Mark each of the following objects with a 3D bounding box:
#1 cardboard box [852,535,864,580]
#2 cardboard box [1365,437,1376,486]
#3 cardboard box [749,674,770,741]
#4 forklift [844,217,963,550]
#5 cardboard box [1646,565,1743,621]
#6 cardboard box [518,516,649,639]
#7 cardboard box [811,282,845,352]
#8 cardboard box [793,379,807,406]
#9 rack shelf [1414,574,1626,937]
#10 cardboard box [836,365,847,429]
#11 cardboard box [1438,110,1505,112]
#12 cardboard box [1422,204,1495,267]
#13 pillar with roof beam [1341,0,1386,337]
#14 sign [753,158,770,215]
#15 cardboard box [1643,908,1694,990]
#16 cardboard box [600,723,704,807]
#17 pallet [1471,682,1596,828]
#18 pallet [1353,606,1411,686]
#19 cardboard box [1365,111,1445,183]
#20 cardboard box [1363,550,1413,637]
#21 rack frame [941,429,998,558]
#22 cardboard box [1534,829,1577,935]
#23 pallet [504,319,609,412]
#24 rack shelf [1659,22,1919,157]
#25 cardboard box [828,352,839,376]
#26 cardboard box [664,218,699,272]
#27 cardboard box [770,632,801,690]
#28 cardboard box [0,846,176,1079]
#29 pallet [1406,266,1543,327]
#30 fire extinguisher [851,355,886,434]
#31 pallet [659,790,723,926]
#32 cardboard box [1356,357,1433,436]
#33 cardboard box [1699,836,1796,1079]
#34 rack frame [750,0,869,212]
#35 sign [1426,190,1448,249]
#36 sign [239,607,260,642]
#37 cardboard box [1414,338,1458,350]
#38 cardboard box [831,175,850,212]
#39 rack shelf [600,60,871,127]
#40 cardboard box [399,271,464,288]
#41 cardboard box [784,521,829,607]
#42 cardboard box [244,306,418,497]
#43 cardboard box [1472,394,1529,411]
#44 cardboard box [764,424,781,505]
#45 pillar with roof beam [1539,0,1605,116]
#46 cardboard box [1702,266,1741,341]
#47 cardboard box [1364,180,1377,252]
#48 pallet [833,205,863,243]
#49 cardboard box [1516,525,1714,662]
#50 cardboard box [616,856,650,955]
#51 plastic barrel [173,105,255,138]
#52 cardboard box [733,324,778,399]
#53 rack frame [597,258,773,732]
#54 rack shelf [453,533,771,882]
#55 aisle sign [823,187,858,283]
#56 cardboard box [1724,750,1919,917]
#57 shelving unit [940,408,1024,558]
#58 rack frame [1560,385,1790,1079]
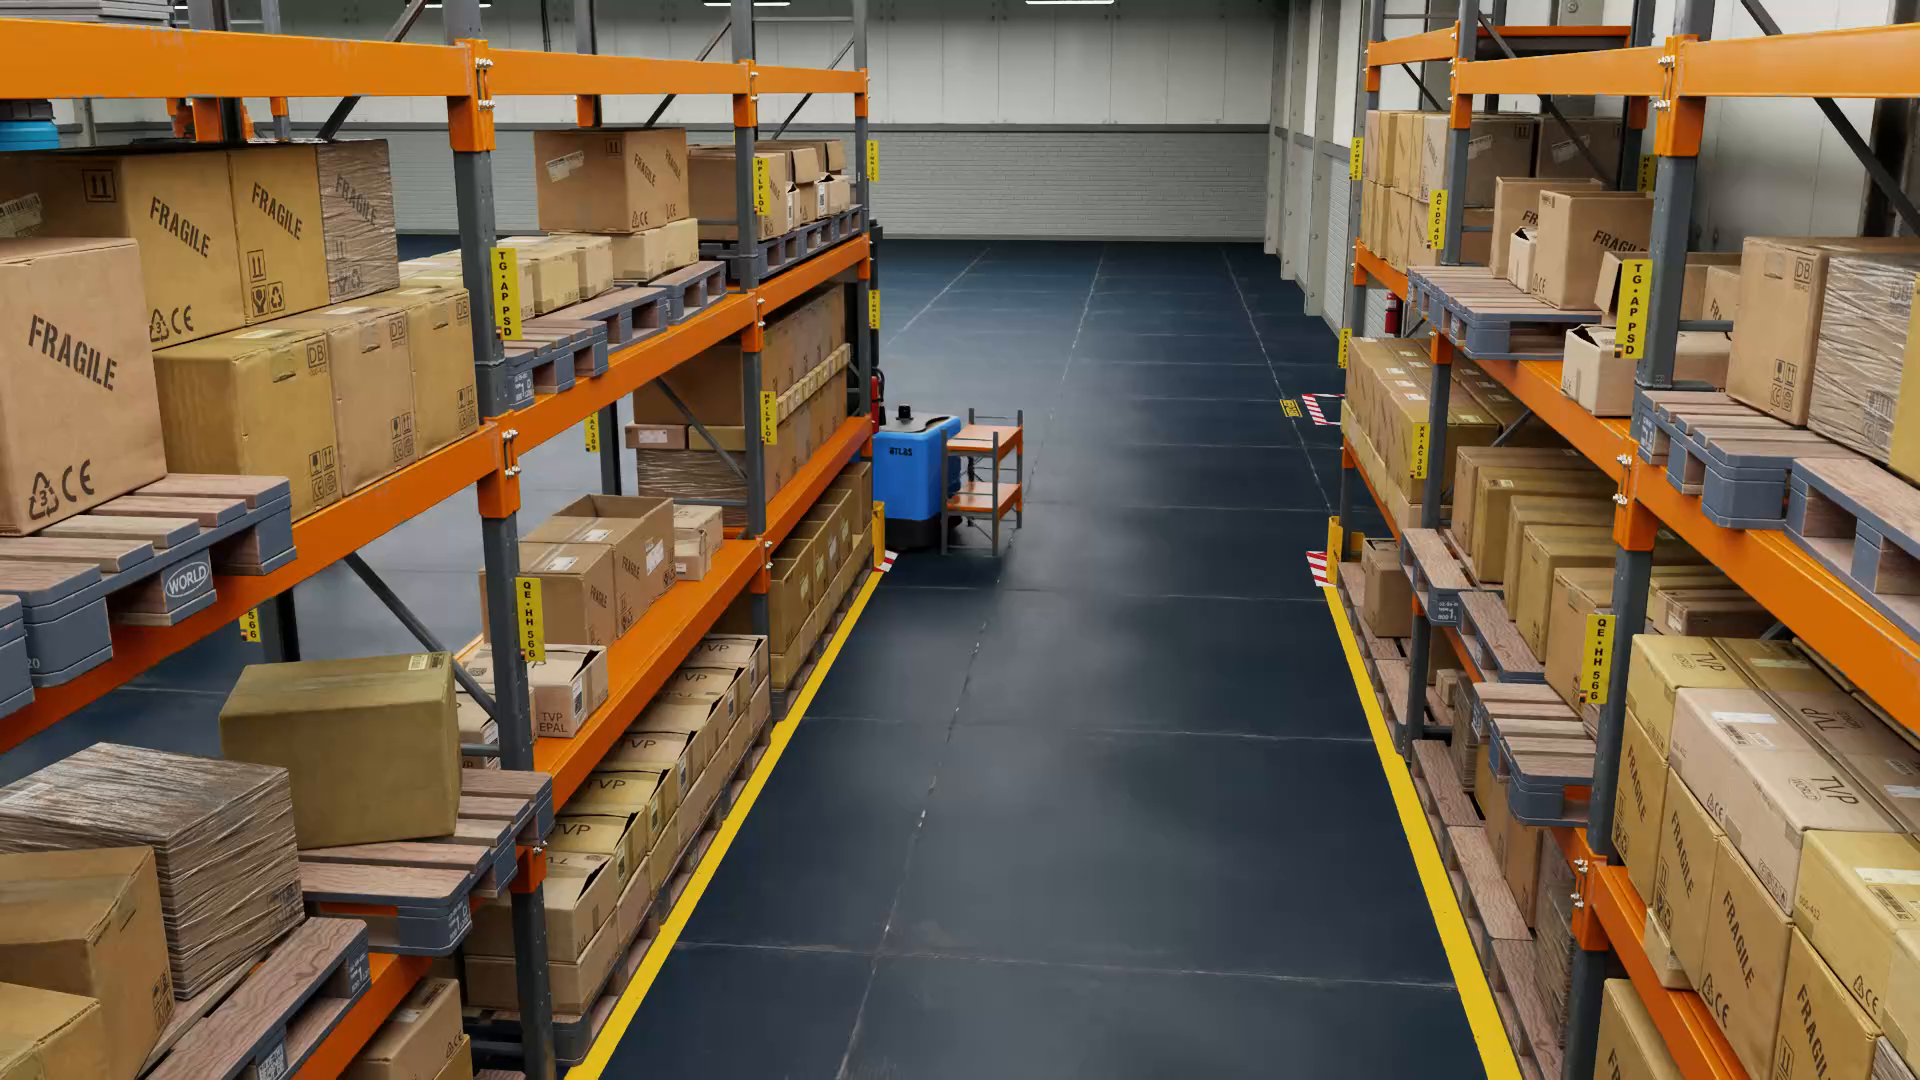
[{"bbox_3d":[-1.063,0.134,13.382,0.500,0.250,0.500,2,15,6],"label":"cardboard box"},{"bbox_3d":[3.133,-0.545,11.680,0.500,0.250,0.500,2,15,7],"label":"cardboard box"},{"bbox_3d":[-1.462,1.010,10.143,0.500,0.250,0.500,2,15,6],"label":"cardboard box"},{"bbox_3d":[-1.550,-1.538,15.235,3.031,2.935,1.130,5,16,19],"label":"forklift"},{"bbox_3d":[2.798,0.204,6.385,0.380,0.149,0.250,-1,15,-3],"label":"cardboard box"},{"bbox_3d":[-1.922,0.186,8.535,0.500,0.500,0.500,2,15,6],"label":"cardboard box"},{"bbox_3d":[-1.323,-1.808,13.425,0.700,0.500,0.500,2,15,6],"label":"cardboard box"},{"bbox_3d":[-1.309,-1.058,11.893,0.380,0.149,0.250,2,15,6],"label":"cardboard box"},{"bbox_3d":[2.993,0.780,7.908,1.077,0.370,4.000,2,15,6],"label":"rack shelf"},{"bbox_3d":[-1.317,-1.196,13.646,0.700,0.500,0.500,2,15,6],"label":"cardboard box"},{"bbox_3d":[3.882,-2.992,12.589,0.500,0.500,0.500,2,15,9],"label":"cardboard box"},{"bbox_3d":[3.031,-1.731,9.839,0.500,0.500,0.500,2,15,8],"label":"cardboard box"},{"bbox_3d":[1.527,-7.051,23.999,9.100,9.000,0.400,2,15,6],"label":"pillar with roof beam"},{"bbox_3d":[-1.163,-2.067,9.718,0.100,0.325,0.005,2,15,6],"label":"sign"},{"bbox_3d":[2.349,1.273,5.149,0.380,0.149,0.250,2,15,8],"label":"cardboard box"},{"bbox_3d":[-1.636,1.131,8.620,0.500,0.311,0.500,2,15,6],"label":"cardboard box"},{"bbox_3d":[2.742,0.856,6.616,1.213,0.211,1.003,2,15,6],"label":"pallet"},{"bbox_3d":[3.395,0.768,11.918,1.003,0.211,1.213,2,15,6],"label":"pallet"},{"bbox_3d":[3.279,-2.890,12.213,0.500,0.500,0.500,2,15,6],"label":"cardboard box"},{"bbox_3d":[3.306,0.385,11.939,0.700,0.500,0.500,1,15,3],"label":"cardboard box"},{"bbox_3d":[0.085,-0.402,14.493,0.500,1.125,0.032,4,16,13],"label":"rack frame"},{"bbox_3d":[2.971,1.628,7.342,0.700,0.500,0.500,2,15,6],"label":"cardboard box"},{"bbox_3d":[-2.167,-0.729,6.725,1.213,0.211,1.003,2,15,9],"label":"pallet"},{"bbox_3d":[2.542,-0.885,3.340,1.077,0.370,4.000,2,15,6],"label":"rack shelf"},{"bbox_3d":[-1.163,-1.390,13.124,0.380,0.149,0.250,1,15,5],"label":"cardboard box"},{"bbox_3d":[-1.782,-1.649,9.252,0.500,0.250,0.500,3,15,12],"label":"cardboard box"},{"bbox_3d":[-1.350,0.783,10.984,0.500,0.250,0.500,2,15,6],"label":"cardboard box"},{"bbox_3d":[-2.468,1.133,4.228,0.700,0.500,0.500,-2,15,-8],"label":"cardboard box"},{"bbox_3d":[3.044,-1.286,8.785,1.213,0.211,1.003,2,15,6],"label":"pallet"},{"bbox_3d":[-0.777,-1.248,14.178,0.296,0.674,0.183,2,15,6],"label":"fire extinguisher"},{"bbox_3d":[-1.883,1.625,8.748,1.003,0.211,1.213,2,15,6],"label":"pallet"},{"bbox_3d":[3.188,-1.046,12.095,0.500,0.500,0.500,1,15,4],"label":"cardboard box"},{"bbox_3d":[2.333,1.133,4.426,0.500,0.500,0.500,2,15,6],"label":"cardboard box"},{"bbox_3d":[-1.252,-4.164,13.322,1.000,3.000,0.127,2,15,6],"label":"rack frame"},{"bbox_3d":[2.679,-1.797,9.325,0.100,0.325,0.005,2,15,6],"label":"sign"},{"bbox_3d":[-2.707,0.232,6.338,0.100,0.325,0.005,2,15,6],"label":"sign"},{"bbox_3d":[3.828,-1.294,13.013,0.500,0.500,0.500,2,15,6],"label":"cardboard box"},{"bbox_3d":[-1.120,-2.608,12.527,0.500,0.250,0.500,2,15,6],"label":"cardboard box"},{"bbox_3d":[-1.478,-3.105,11.550,1.077,0.370,4.000,2,15,6],"label":"rack shelf"},{"bbox_3d":[-2.160,-0.891,6.446,0.500,0.250,0.500,1,15,2],"label":"cardboard box"},{"bbox_3d":[-1.227,0.162,11.844,0.500,0.500,0.500,2,15,6],"label":"cardboard box"},{"bbox_3d":[-2.228,-0.443,5.116,0.910,0.500,0.500,2,15,6],"label":"cardboard box"},{"bbox_3d":[3.542,-0.635,10.575,0.500,0.500,0.500,2,15,6],"label":"cardboard box"},{"bbox_3d":[-1.607,-0.531,11.188,0.700,0.500,0.500,2,15,6],"label":"cardboard box"},{"bbox_3d":[0.173,-3.939,12.489,9.100,9.000,0.400,2,15,6],"label":"pillar with roof beam"},{"bbox_3d":[3.077,-0.734,6.154,0.500,0.500,0.500,2,15,6],"label":"cardboard box"},{"bbox_3d":[3.288,-2.411,12.357,0.500,0.500,0.500,3,15,10],"label":"cardboard box"},{"bbox_3d":[-1.358,-2.491,13.050,1.003,0.211,1.213,2,15,6],"label":"pallet"},{"bbox_3d":[2.929,0.245,7.475,0.700,0.500,0.500,2,15,6],"label":"cardboard box"},{"bbox_3d":[-1.748,1.674,7.688,0.500,0.250,0.500,1,15,5],"label":"cardboard box"},{"bbox_3d":[-6.102,-3.143,13.666,0.600,0.830,0.708,2,15,6],"label":"plastic barrel"},{"bbox_3d":[-1.604,-1.152,10.997,0.700,0.500,0.500,2,15,6],"label":"cardboard box"},{"bbox_3d":[-1.703,-0.231,10.268,1.000,3.000,0.127,2,15,6],"label":"rack frame"},{"bbox_3d":[-1.929,0.635,8.444,1.077,0.370,4.000,2,15,6],"label":"rack shelf"},{"bbox_3d":[-0.953,-2.531,13.797,0.394,0.787,0.004,2,15,6],"label":"aisle sign"},{"bbox_3d":[2.348,0.768,4.340,0.500,0.250,0.500,2,15,7],"label":"cardboard box"},{"bbox_3d":[0.207,-0.531,14.969,0.538,1.125,1.048,4,16,13],"label":"shelving unit"},{"bbox_3d":[2.768,0.952,5.896,1.000,3.000,0.127,2,15,6],"label":"rack frame"}]
